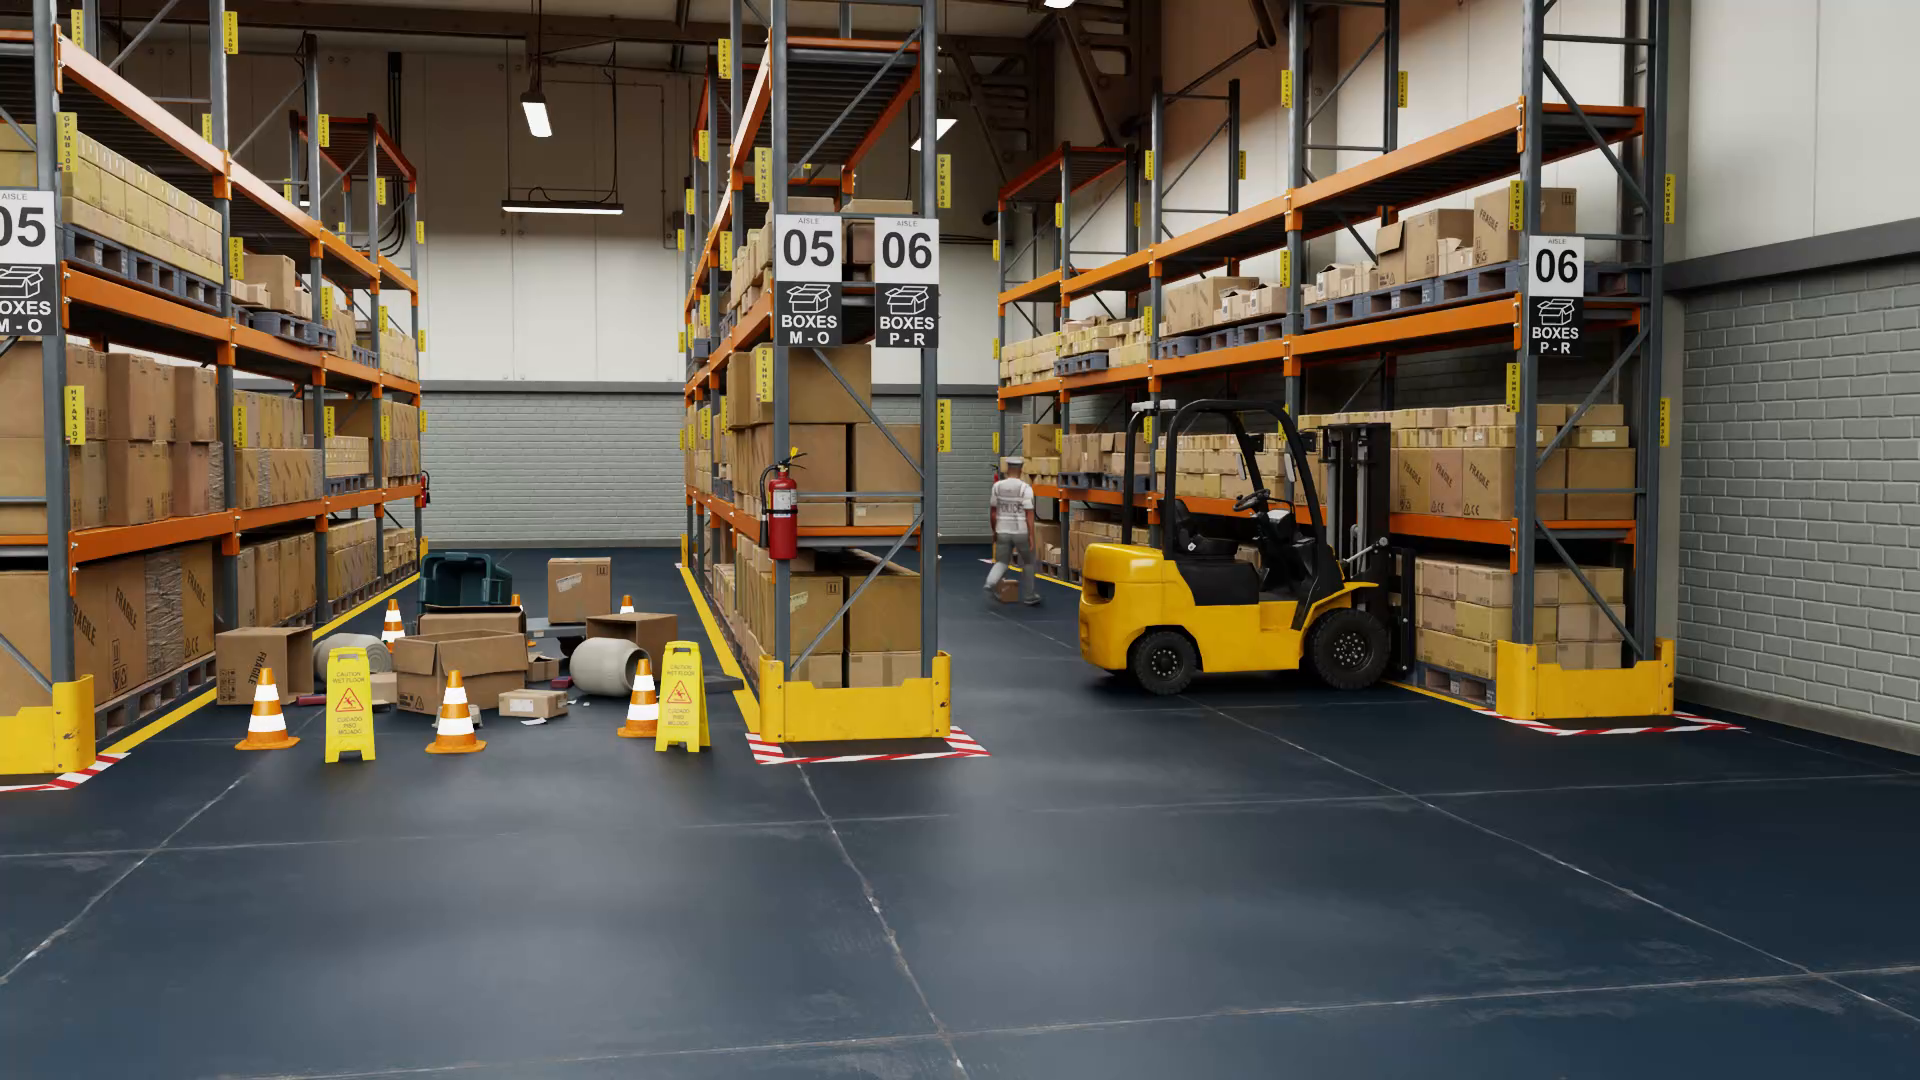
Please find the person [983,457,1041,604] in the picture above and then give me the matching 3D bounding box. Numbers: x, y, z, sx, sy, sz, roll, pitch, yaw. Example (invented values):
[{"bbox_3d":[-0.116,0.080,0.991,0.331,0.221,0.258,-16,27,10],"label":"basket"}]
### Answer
[{"bbox_3d":[0.632,-0.100,19.188,0.555,1.707,0.948,1,3,21],"label":"person"}]
